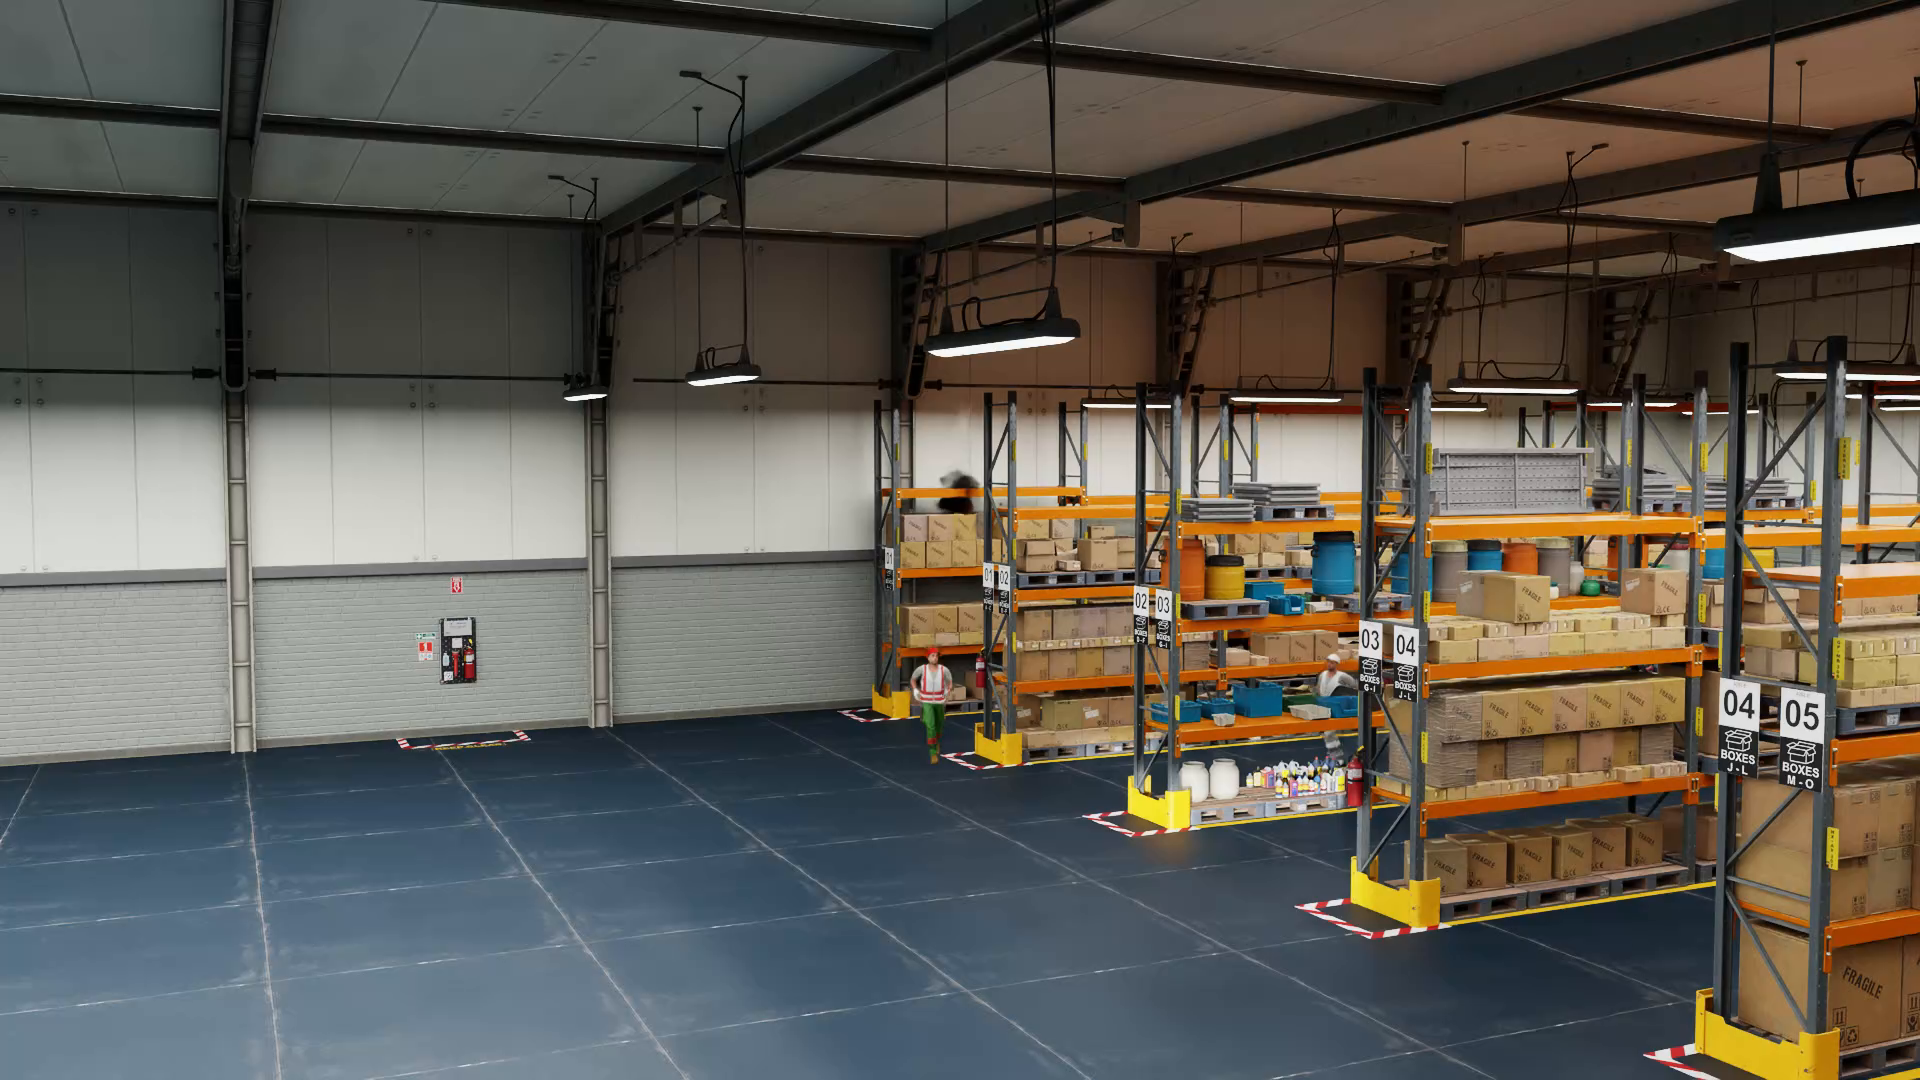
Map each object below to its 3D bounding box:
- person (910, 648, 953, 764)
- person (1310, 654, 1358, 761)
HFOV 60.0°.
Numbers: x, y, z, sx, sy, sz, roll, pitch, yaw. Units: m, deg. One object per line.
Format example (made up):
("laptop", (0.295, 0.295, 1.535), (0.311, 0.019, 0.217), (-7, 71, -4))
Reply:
("person", (-0.439, 2.587, 26.338), (0.665, 1.782, 0.939), (-1, 3, -10))
("person", (5.910, 2.728, 26.500), (0.705, 1.824, 0.632), (-2, 4, -35))
